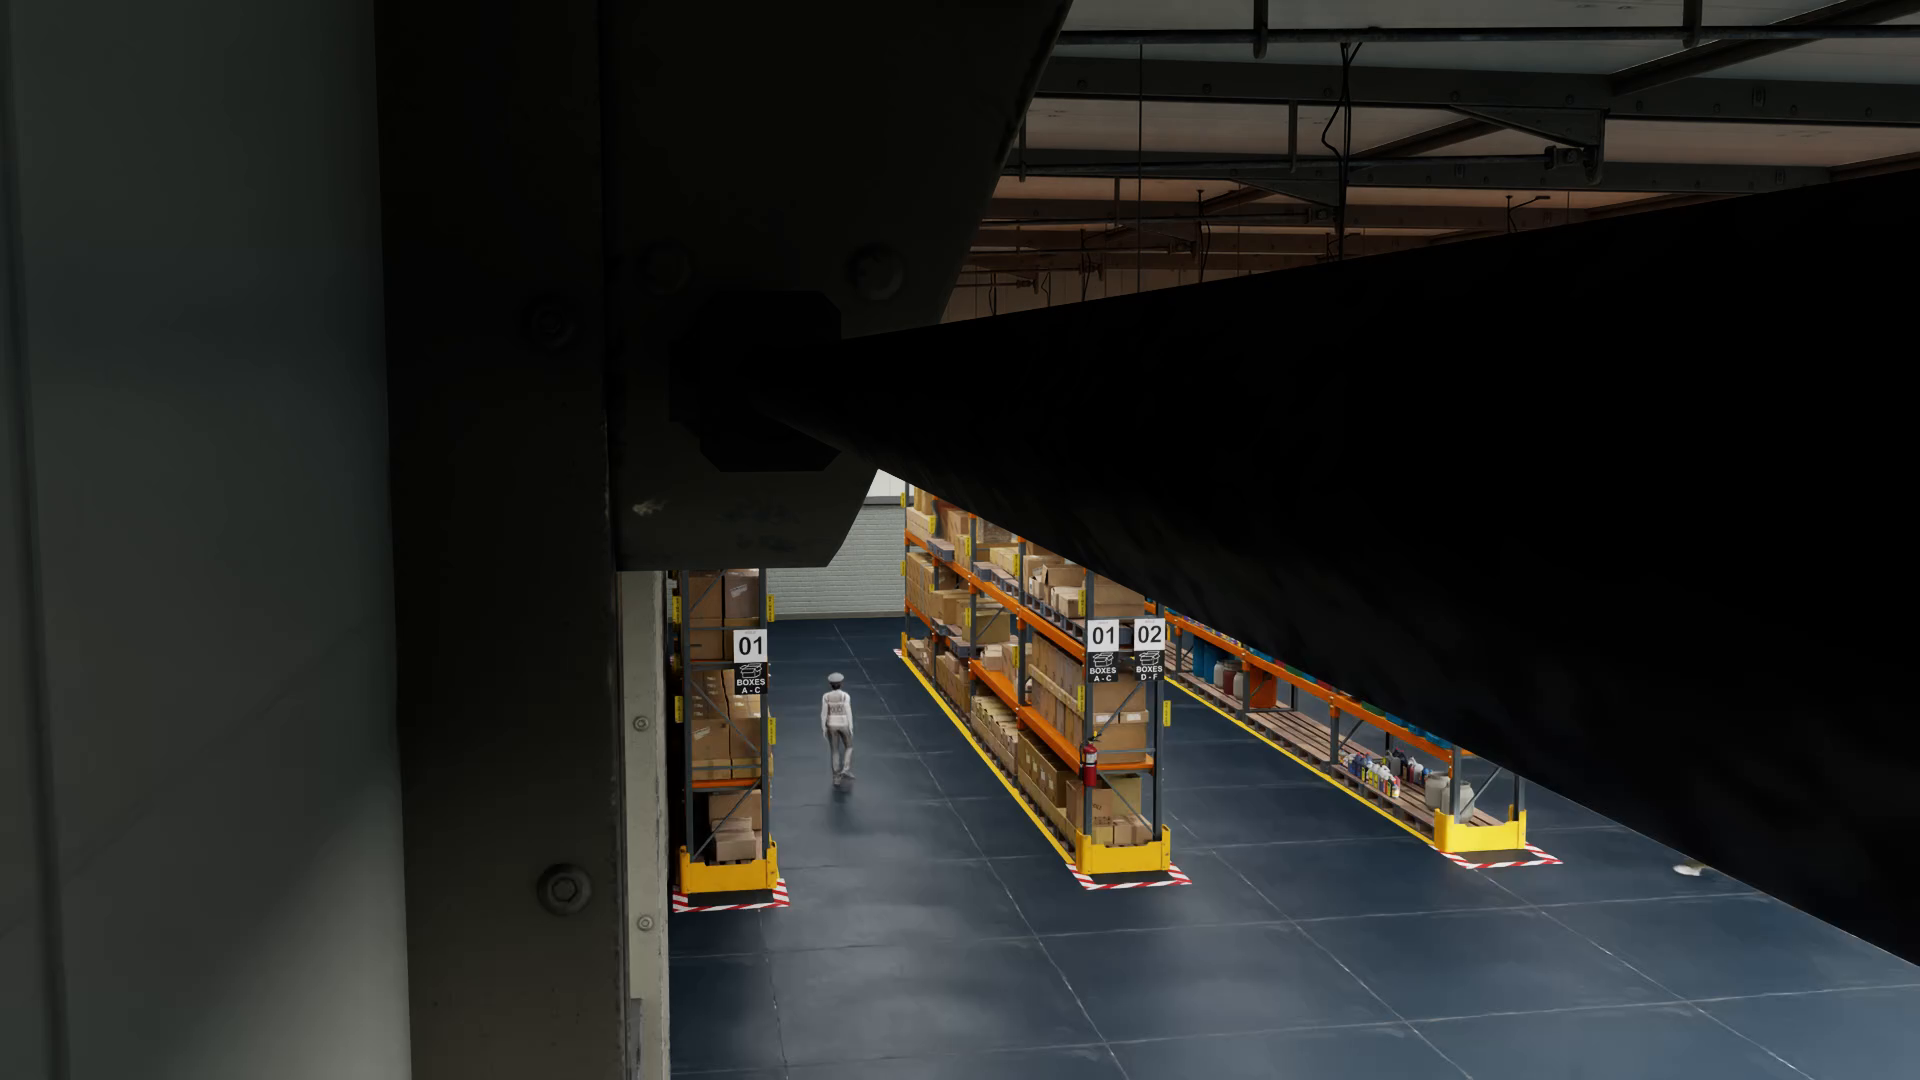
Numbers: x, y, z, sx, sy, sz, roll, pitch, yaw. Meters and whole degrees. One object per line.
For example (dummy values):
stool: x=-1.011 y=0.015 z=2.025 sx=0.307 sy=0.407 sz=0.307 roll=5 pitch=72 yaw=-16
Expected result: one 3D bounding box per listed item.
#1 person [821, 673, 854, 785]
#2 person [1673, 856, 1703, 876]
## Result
person: x=-1.863 y=2.867 z=25.297 sx=0.519 sy=1.675 sz=0.436 roll=0 pitch=6 yaw=2
person: x=9.438 y=3.314 z=20.724 sx=1.144 sy=1.732 sz=0.582 roll=0 pitch=6 yaw=-5
